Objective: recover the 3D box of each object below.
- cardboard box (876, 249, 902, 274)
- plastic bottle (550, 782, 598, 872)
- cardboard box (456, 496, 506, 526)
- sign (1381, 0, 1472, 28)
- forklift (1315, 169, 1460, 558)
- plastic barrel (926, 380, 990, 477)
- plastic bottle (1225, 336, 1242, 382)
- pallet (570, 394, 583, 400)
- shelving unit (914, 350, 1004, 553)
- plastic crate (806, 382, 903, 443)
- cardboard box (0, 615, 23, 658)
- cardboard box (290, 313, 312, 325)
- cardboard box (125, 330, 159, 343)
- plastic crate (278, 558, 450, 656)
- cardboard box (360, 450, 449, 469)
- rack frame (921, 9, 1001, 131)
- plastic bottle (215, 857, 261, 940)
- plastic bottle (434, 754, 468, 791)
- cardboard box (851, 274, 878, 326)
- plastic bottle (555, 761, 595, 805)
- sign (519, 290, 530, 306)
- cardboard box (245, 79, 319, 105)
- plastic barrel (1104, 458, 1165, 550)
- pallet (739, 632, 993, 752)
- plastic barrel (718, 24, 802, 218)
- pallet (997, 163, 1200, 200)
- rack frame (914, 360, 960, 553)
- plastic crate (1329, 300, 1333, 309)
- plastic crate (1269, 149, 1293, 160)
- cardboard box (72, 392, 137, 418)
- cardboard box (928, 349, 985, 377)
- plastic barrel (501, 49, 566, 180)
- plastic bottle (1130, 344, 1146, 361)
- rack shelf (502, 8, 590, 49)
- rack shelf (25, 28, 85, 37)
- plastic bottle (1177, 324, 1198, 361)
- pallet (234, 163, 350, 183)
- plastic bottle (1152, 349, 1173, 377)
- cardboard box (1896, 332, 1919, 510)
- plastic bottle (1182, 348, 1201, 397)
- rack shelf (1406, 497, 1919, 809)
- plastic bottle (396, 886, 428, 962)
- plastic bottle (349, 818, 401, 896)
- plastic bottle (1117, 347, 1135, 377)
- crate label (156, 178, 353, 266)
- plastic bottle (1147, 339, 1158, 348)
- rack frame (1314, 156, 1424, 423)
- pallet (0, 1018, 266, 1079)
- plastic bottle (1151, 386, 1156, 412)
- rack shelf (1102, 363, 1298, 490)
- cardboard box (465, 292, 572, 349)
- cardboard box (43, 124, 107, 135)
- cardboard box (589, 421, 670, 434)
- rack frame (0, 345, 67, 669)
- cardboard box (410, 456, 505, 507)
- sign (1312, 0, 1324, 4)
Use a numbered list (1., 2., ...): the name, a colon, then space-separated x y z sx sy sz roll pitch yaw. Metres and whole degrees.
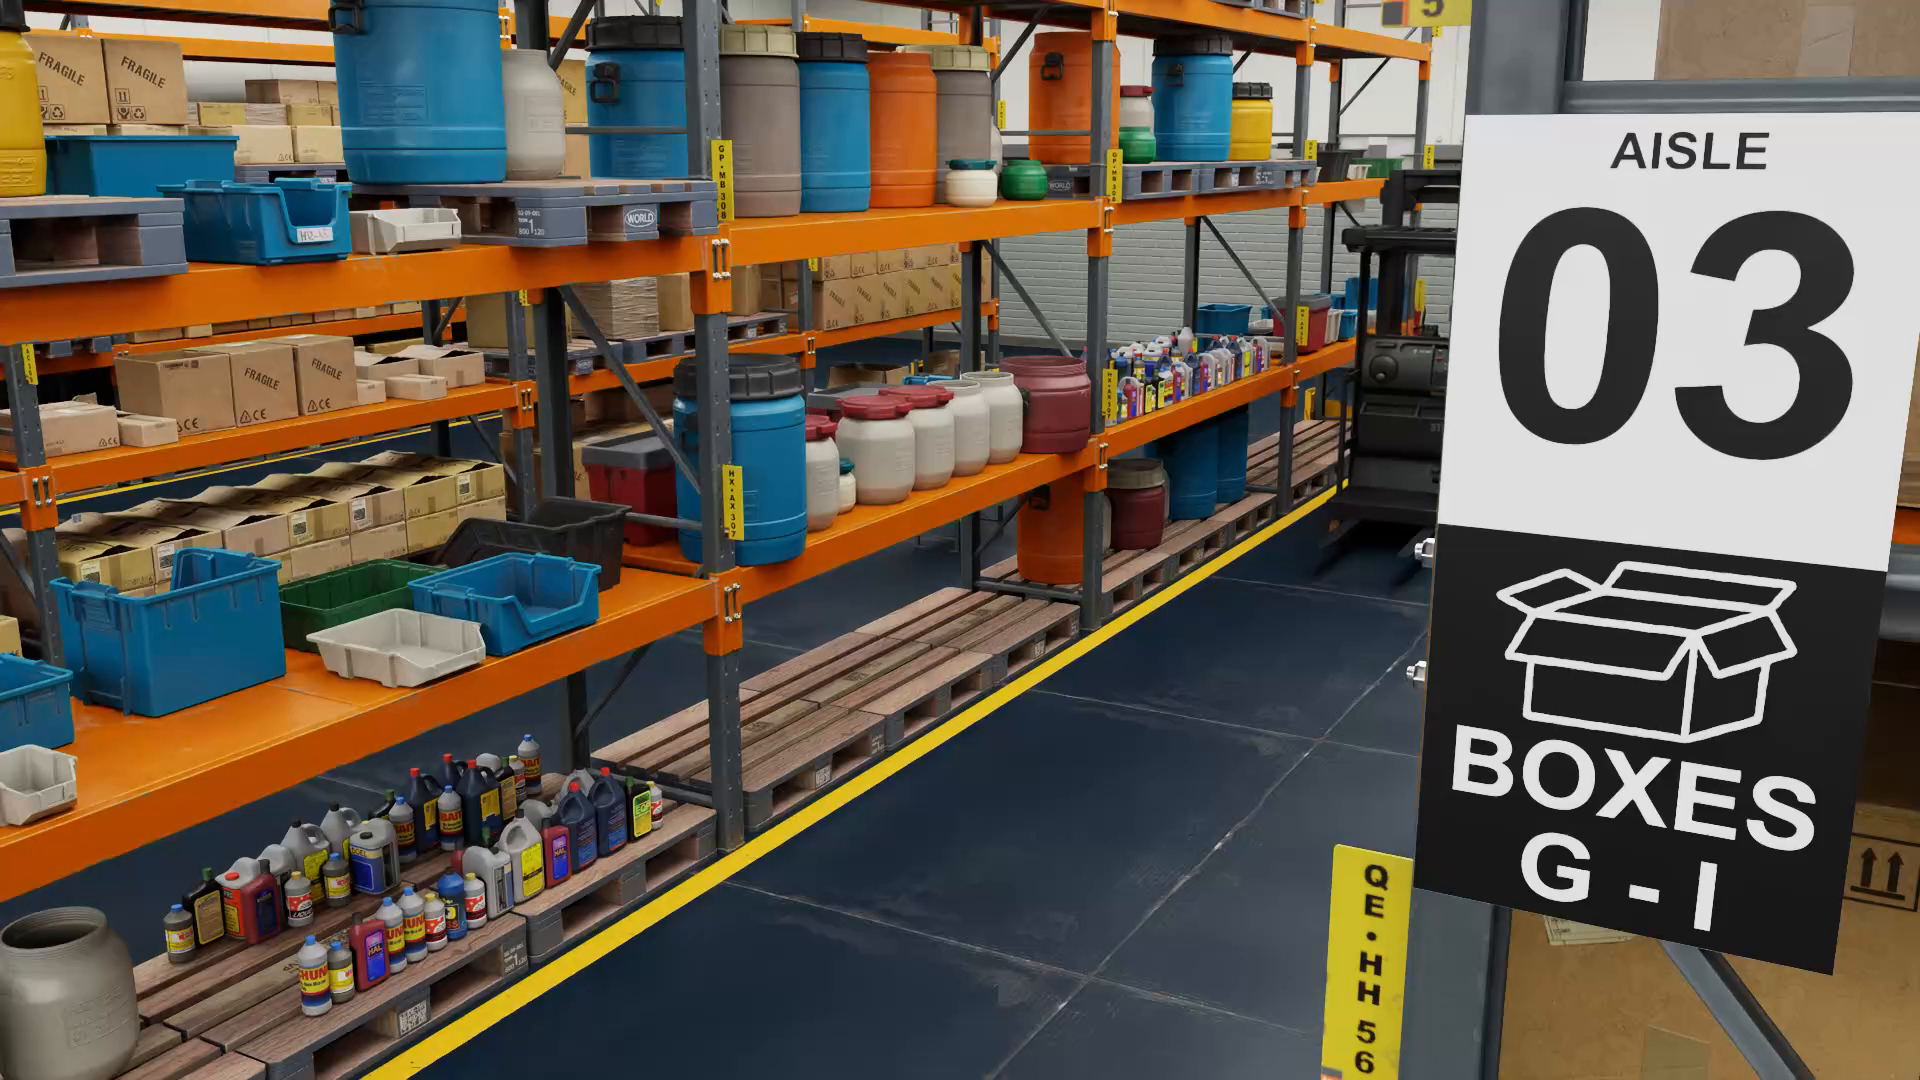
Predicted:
1. cardboard box: -0.955 -3.106 17.670 0.500 0.500 0.500 7 15 26
2. plastic bottle: -1.612 1.186 6.926 0.144 0.351 0.185 7 15 25
3. cardboard box: -3.901 -0.206 12.960 0.500 0.250 0.500 8 16 29
4. sign: 0.466 -0.666 1.605 0.100 0.325 0.005 7 15 28
5. forklift: 3.634 -1.436 13.236 1.130 2.935 3.031 7 15 26
6. plastic barrel: -0.040 -0.645 9.571 0.421 0.512 0.421 0 14 0
7. plastic bottle: 2.160 -1.446 13.235 0.144 0.351 0.185 7 15 28
8. pallet: -5.240 -1.898 20.958 1.003 0.211 1.213 7 15 28
9. shelving unit: -0.003 -0.728 13.352 0.431 1.500 0.755 7 15 28
10. plastic crate: -0.575 -0.647 9.680 0.402 0.464 0.583 7 15 28
11. cardboard box: -5.827 0.599 9.621 0.500 0.250 0.500 7 15 28
12. cardboard box: -6.972 -2.333 17.303 0.380 0.149 0.250 8 16 30
13. cardboard box: -7.837 -1.964 15.773 0.380 0.149 0.250 7 15 27
14. plastic crate: -2.363 0.258 6.517 0.450 0.188 0.662 7 15 28
15. cardboard box: -4.371 -0.540 13.149 0.500 0.311 0.500 8 16 30
16. rack frame: 0.007 -6.032 19.354 1.000 3.000 0.127 7 15 28
17. plastic bottle: -2.744 1.364 6.349 0.152 0.276 0.135 8 15 28
18. plastic bottle: -2.214 1.101 7.281 0.144 0.351 0.185 8 16 30
19. cardboard box: -1.197 -2.523 17.385 0.500 0.500 0.500 8 16 29
20. plastic bottle: -1.645 1.130 7.158 0.144 0.351 0.185 7 15 28
21. sign: -3.373 -1.975 12.856 0.100 0.325 0.005 7 15 28
22. cardboard box: -7.059 -4.660 17.312 0.500 0.250 0.500 7 15 26
23. plastic barrel: 1.241 -0.278 12.537 0.600 0.588 0.708 7 15 28
24. pallet: -0.526 0.847 9.570 1.003 0.211 1.213 7 15 28
25. plastic barrel: -1.088 -2.057 8.195 0.600 0.901 0.600 0 14 0
26. pallet: 0.929 -2.425 11.194 1.003 0.211 1.213 7 15 28
27. rack frame: -0.180 -0.653 13.041 0.400 1.500 0.023 7 15 28
28. plastic crate: 3.615 -2.353 17.123 0.416 0.233 0.300 7 15 28
29. plastic crate: 2.999 -3.535 15.648 0.437 0.282 0.530 7 15 28
30. cardboard box: -5.530 -0.790 10.696 0.396 0.266 0.258 7 15 27
31. cardboard box: -0.041 -1.975 19.720 0.500 0.500 0.500 7 15 28
32. plastic barrel: -1.840 -1.742 6.826 0.421 0.512 0.421 0 14 0
33. plastic bottle: 1.402 -1.431 13.334 0.152 0.276 0.135 7 15 28
34. rack shelf: -2.894 -4.257 14.380 1.077 0.370 4.000 7 15 28
35. rack shelf: -9.166 -3.997 13.300 1.077 0.370 4.000 7 15 28
36. plastic bottle: 1.934 -1.665 14.147 0.144 0.351 0.185 7 15 28
37. pallet: -4.648 -2.462 11.347 1.003 0.211 1.213 8 16 31
38. plastic bottle: 1.519 -1.247 12.412 0.144 0.351 0.185 7 15 28
39. cardboard box: 0.953 -0.223 1.978 0.500 0.250 0.500 8 16 29
40. plastic bottle: 1.717 -1.258 12.455 0.144 0.351 0.185 7 15 28
41. rack shelf: 1.909 -0.229 3.217 1.077 0.370 4.000 7 15 28
42. plastic bottle: -2.030 1.414 6.152 0.097 0.271 0.097 0 14 0
43. plastic bottle: -2.368 1.275 6.720 0.152 0.276 0.135 7 15 28
44. plastic bottle: 1.290 -1.384 13.137 0.152 0.276 0.135 7 15 28
45. crate label: -2.200 -1.004 5.214 0.502 0.251 0.408 7 15 28
46. plastic bottle: 1.593 -1.523 13.725 0.097 0.271 0.097 0 14 0
47. rack frame: 4.341 -2.554 17.726 1.000 3.000 0.127 7 15 28
48. pallet: -3.001 1.897 5.213 1.003 0.211 1.213 7 15 28
49. plastic bottle: 1.334 -1.011 11.751 0.097 0.201 0.097 0 14 0
50. rack shelf: 1.440 -0.973 12.705 1.077 0.370 4.000 7 15 28
51. cardboard box: -3.655 -1.869 13.777 0.700 0.500 0.500 2 14 9
52. cardboard box: -5.488 -2.369 9.982 0.500 0.250 0.500 9 16 34
53. cardboard box: -2.895 -0.745 14.617 0.500 0.500 0.500 7 15 27
54. rack frame: -5.794 -0.654 9.845 1.000 3.000 0.127 7 15 28
55. cardboard box: -3.898 -0.479 12.895 0.500 0.311 0.500 8 16 30
56. sign: 2.888 -4.485 13.384 0.100 0.325 0.005 7 15 28
